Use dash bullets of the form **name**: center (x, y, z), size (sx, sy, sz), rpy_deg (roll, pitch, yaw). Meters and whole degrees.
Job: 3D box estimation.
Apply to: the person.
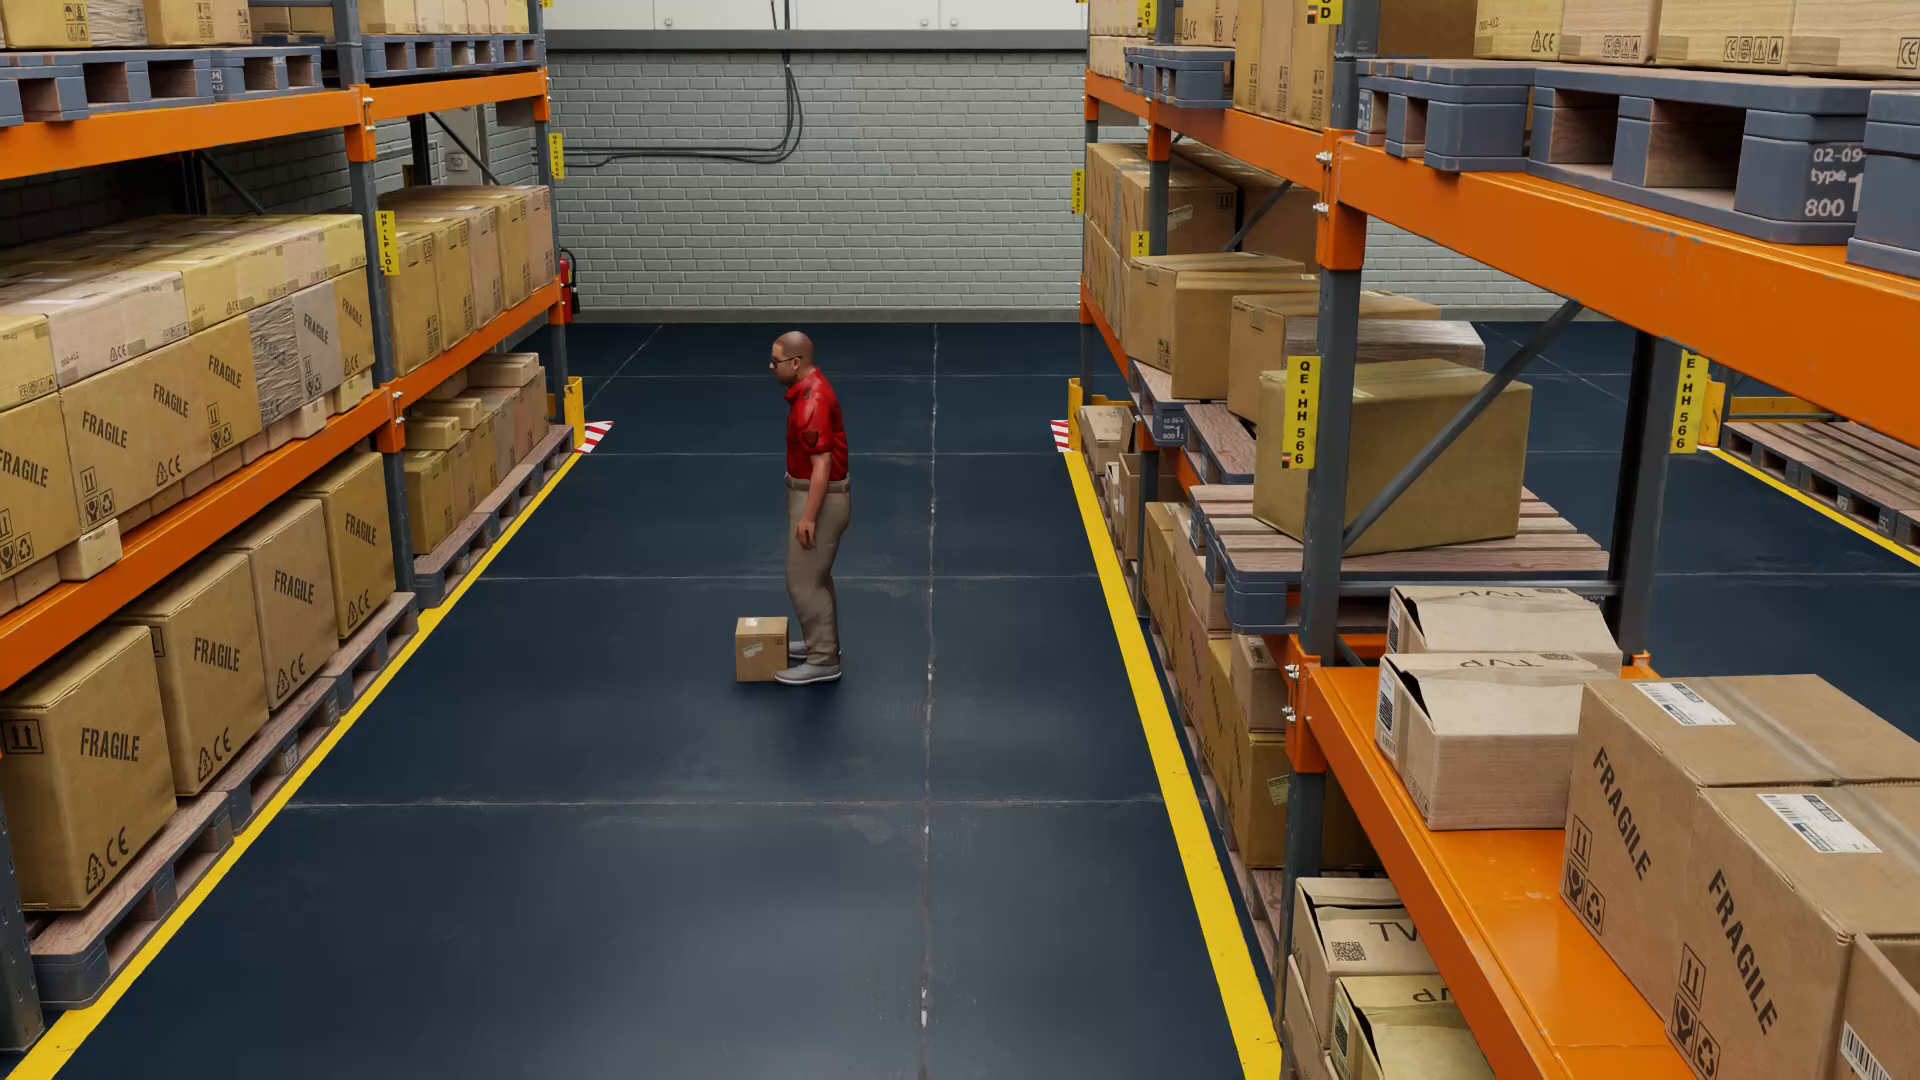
- **person**: center (-0.730, -0.166, 8.112), size (0.390, 1.725, 0.594), rpy_deg (-1, 17, -4)
